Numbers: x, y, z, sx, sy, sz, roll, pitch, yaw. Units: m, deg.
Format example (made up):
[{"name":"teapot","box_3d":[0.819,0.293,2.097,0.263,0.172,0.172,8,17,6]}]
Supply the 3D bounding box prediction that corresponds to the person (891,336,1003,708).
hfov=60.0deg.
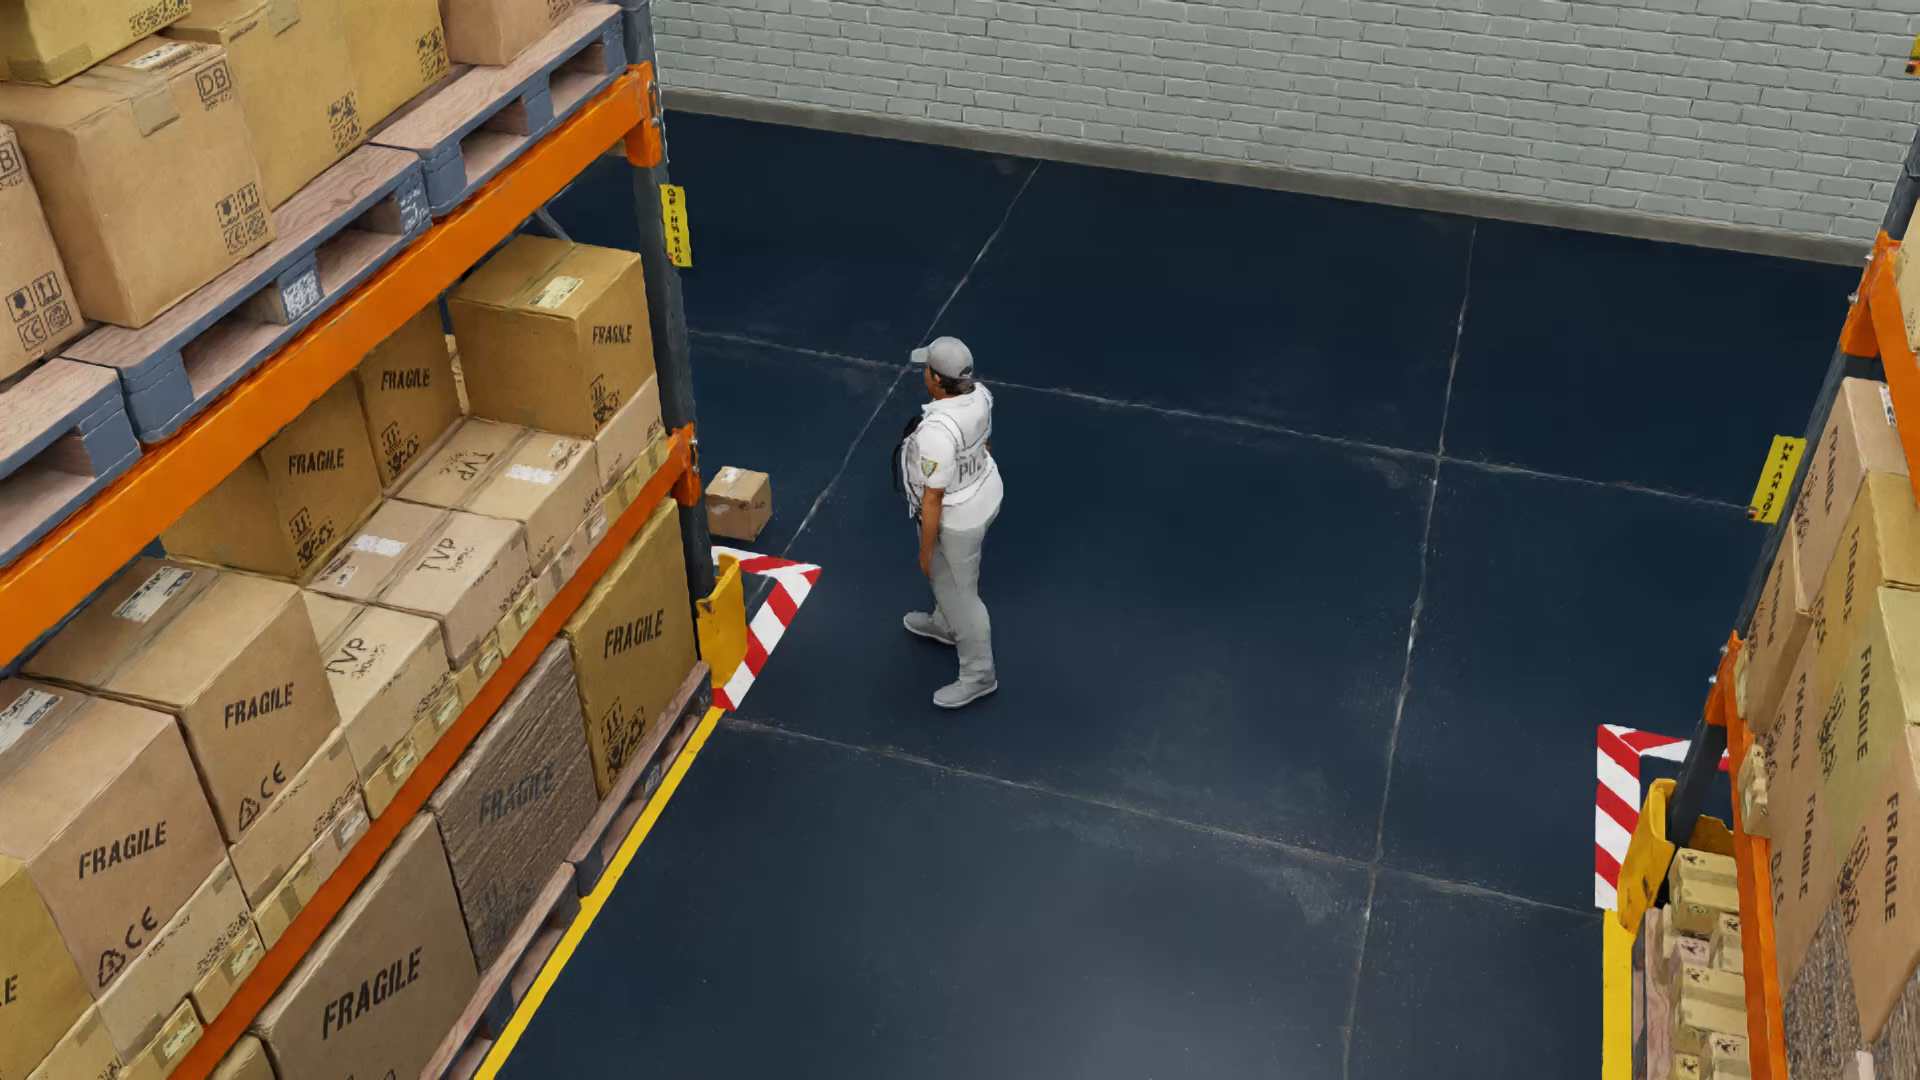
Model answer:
[{"name":"person","box_3d":[-0.046,-0.133,7.040,0.571,1.652,0.666,14,39,18]}]
